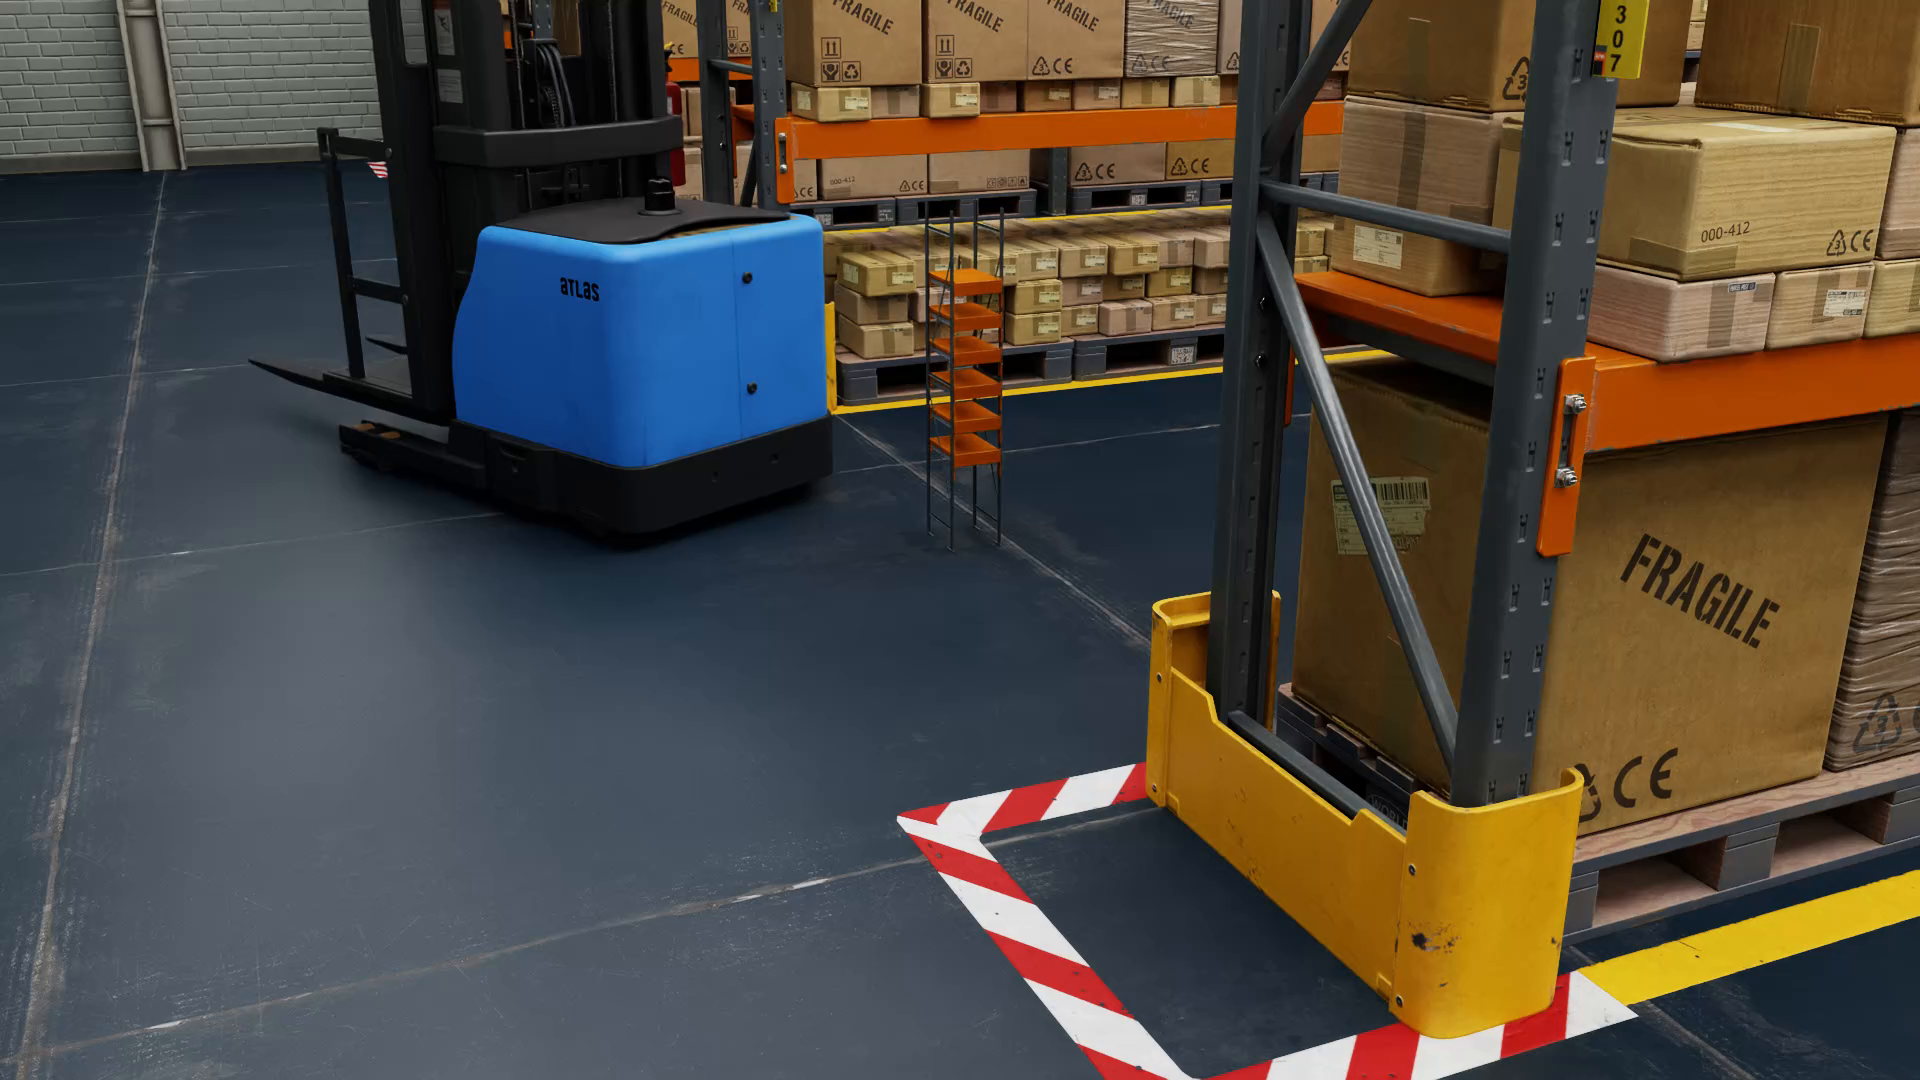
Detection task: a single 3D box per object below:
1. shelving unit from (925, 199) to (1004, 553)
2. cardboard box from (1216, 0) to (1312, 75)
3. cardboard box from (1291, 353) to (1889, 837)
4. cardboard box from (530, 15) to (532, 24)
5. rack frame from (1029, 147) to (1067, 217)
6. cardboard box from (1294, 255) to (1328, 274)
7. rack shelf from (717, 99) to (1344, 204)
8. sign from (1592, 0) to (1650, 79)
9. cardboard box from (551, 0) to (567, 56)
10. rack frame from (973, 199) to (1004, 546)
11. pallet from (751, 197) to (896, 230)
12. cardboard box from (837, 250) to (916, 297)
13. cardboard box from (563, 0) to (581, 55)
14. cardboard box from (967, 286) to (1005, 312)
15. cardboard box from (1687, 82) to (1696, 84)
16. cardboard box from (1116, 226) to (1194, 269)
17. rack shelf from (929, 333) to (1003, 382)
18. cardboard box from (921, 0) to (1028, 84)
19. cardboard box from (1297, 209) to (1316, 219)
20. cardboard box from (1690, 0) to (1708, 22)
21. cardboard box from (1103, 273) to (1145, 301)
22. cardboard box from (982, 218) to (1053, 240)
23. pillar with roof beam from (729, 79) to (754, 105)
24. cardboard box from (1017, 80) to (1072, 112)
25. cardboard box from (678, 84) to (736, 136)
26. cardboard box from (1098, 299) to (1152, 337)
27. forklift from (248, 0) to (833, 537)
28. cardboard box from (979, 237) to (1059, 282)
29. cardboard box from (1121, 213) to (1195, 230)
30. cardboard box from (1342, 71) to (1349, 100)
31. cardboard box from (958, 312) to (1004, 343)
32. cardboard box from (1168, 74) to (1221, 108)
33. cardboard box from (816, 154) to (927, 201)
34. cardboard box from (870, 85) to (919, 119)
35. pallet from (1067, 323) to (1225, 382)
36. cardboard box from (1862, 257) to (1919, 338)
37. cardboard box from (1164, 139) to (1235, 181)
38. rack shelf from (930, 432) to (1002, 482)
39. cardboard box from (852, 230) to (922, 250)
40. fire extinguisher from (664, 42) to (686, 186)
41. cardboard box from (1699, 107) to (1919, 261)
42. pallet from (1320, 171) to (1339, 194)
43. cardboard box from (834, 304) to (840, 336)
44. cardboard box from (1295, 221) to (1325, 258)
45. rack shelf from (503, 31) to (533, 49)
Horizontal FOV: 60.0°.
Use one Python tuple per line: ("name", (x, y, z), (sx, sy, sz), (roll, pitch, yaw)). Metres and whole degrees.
("shelving unit", (0.013, -0.568, 5.828), (0.189, 1.200, 0.258), (-8, 21, -22))
("cardboard box", (1.394, -2.593, 8.270), (0.500, 0.500, 0.500), (-8, 21, -22))
("cardboard box", (1.416, 0.060, 3.903), (0.875, 0.875, 0.875), (-8, 21, -22))
("cardboard box", (-4.182, -5.105, 16.382), (0.250, 0.149, 0.380), (-8, 21, -23))
("rack frame", (0.607, -4.184, 13.389), (0.127, 3.000, 1.000), (-8, 21, -22))
("cardboard box", (1.746, -1.460, 8.865), (0.250, 0.149, 0.380), (-8, 21, -21))
("rack shelf", (0.824, -2.085, 8.512), (4.000, 0.370, 1.077), (-8, 21, -22))
("sign", (1.074, -0.912, 2.672), (0.005, 0.325, 0.100), (-8, 21, -22))
("cardboard box", (-2.728, -3.849, 12.287), (0.500, 0.500, 0.500), (-8, 21, -22))
("rack frame", (0.097, -0.580, 5.862), (0.006, 1.200, 0.240), (-8, 21, -22))
("pallet", (-1.244, -2.631, 13.176), (1.213, 0.211, 1.003), (-8, 21, -22))
("cardboard box", (-0.396, -1.261, 7.851), (0.250, 0.149, 0.380), (-9, 21, -24))
("cardboard box", (-2.511, -3.681, 11.809), (0.500, 0.500, 0.500), (-8, 21, -22))
("cardboard box", (0.034, -1.224, 8.194), (0.250, 0.149, 0.380), (-8, 21, -21))
("cardboard box", (2.133, -0.984, 4.077), (0.500, 0.250, 0.500), (-9, 21, -24))
("cardboard box", (0.997, -1.502, 8.537), (0.250, 0.149, 0.380), (-8, 21, -22))
("rack shelf", (0.013, -0.639, 5.803), (0.180, 0.103, 0.258), (-8, 21, -22))
("cardboard box", (-0.009, -2.402, 7.729), (0.500, 0.500, 0.500), (-8, 21, -22))
("cardboard box", (1.773, -1.773, 9.306), (0.250, 0.149, 0.380), (-8, 21, -23))
("cardboard box", (3.917, -2.923, 9.104), (0.250, 0.149, 0.380), (-9, 21, -24))
("cardboard box", (0.751, -1.337, 8.515), (0.250, 0.149, 0.380), (-7, 21, -19))
("cardboard box", (0.302, -1.598, 8.809), (0.250, 0.149, 0.380), (-7, 21, -20))
("pillar with roof beam", (-0.653, -7.397, 13.482), (0.400, 9.000, 9.100), (-8, 21, -22))
("cardboard box", (0.343, -2.155, 8.005), (0.250, 0.149, 0.380), (-8, 21, -22))
("cardboard box", (-2.683, -4.479, 17.357), (0.500, 0.500, 0.700), (-9, 21, -24))
("cardboard box", (0.767, -1.150, 8.431), (0.250, 0.149, 0.380), (-9, 21, -25))
("forklift", (-1.952, -1.779, 6.662), (3.031, 2.935, 1.130), (16, 25, 38))
("cardboard box", (0.286, -1.386, 8.206), (0.250, 0.149, 0.380), (-9, 21, -25))
("cardboard box", (1.059, -1.662, 8.992), (0.250, 0.149, 0.380), (-9, 21, -24))
("cardboard box", (2.029, -2.376, 8.633), (0.250, 0.149, 0.380), (-7, 21, -20))
("cardboard box", (0.029, -1.081, 8.235), (0.250, 0.149, 0.380), (-8, 21, -21))
("cardboard box", (1.084, -2.233, 8.225), (0.250, 0.149, 0.380), (-8, 21, -21))
("cardboard box", (-0.834, -3.006, 13.268), (0.875, 0.438, 0.875), (-9, 21, -24))
("cardboard box", (-0.367, -2.032, 7.655), (0.250, 0.149, 0.380), (-7, 21, -20))
("pallet", (0.936, -1.112, 8.862), (1.213, 0.211, 1.003), (-8, 21, -22))
("cardboard box", (1.786, -0.531, 3.393), (0.250, 0.149, 0.380), (-9, 21, -23))
("cardboard box", (1.971, -3.607, 14.317), (0.875, 0.875, 0.875), (-8, 21, -20))
("rack shelf", (0.013, -0.300, 5.923), (0.180, 0.103, 0.258), (-8, 21, -22))
("cardboard box", (-0.373, -1.458, 8.411), (0.250, 0.149, 0.380), (-8, 21, -21))
("fire extinguisher", (-1.426, -2.057, 8.025), (0.183, 0.674, 0.296), (-8, 21, -22))
("cardboard box", (1.882, -0.757, 3.432), (0.500, 0.250, 0.500), (-8, 21, -23))
("pallet", (3.526, -3.314, 15.117), (1.213, 0.211, 1.003), (-8, 21, -22))
("cardboard box", (-0.611, -1.148, 8.426), (0.250, 0.149, 0.380), (-8, 21, -21))
("cardboard box", (1.723, -1.605, 8.828), (0.250, 0.149, 0.380), (-7, 21, -20))
("rack shelf", (-3.199, -5.095, 17.059), (4.000, 0.370, 1.077), (-8, 21, -22))
